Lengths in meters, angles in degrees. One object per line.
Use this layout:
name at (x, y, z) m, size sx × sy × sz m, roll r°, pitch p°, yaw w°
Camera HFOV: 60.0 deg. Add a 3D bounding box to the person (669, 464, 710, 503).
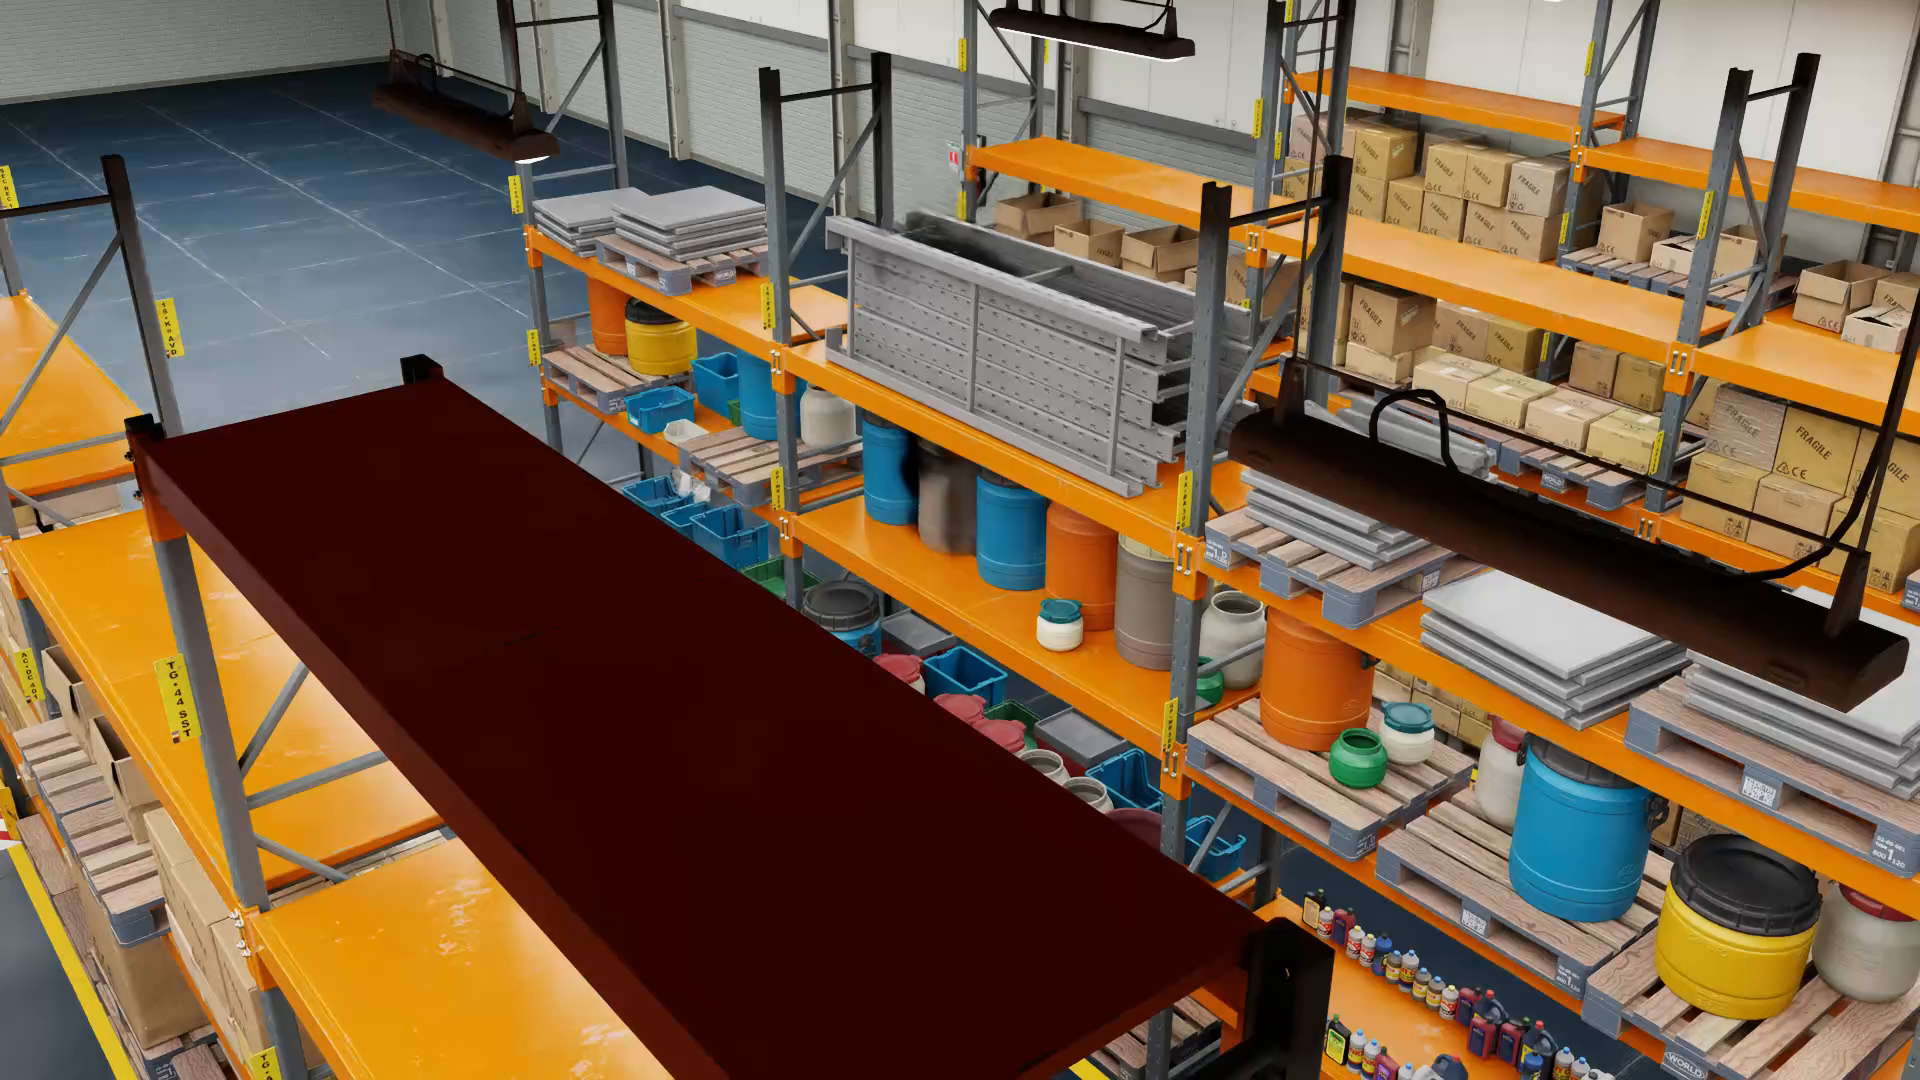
person at (-2.816, -0.424, 17.272) m, size 0.474 × 1.650 × 0.690 m, roll 12°, pitch 28°, yaw 23°
